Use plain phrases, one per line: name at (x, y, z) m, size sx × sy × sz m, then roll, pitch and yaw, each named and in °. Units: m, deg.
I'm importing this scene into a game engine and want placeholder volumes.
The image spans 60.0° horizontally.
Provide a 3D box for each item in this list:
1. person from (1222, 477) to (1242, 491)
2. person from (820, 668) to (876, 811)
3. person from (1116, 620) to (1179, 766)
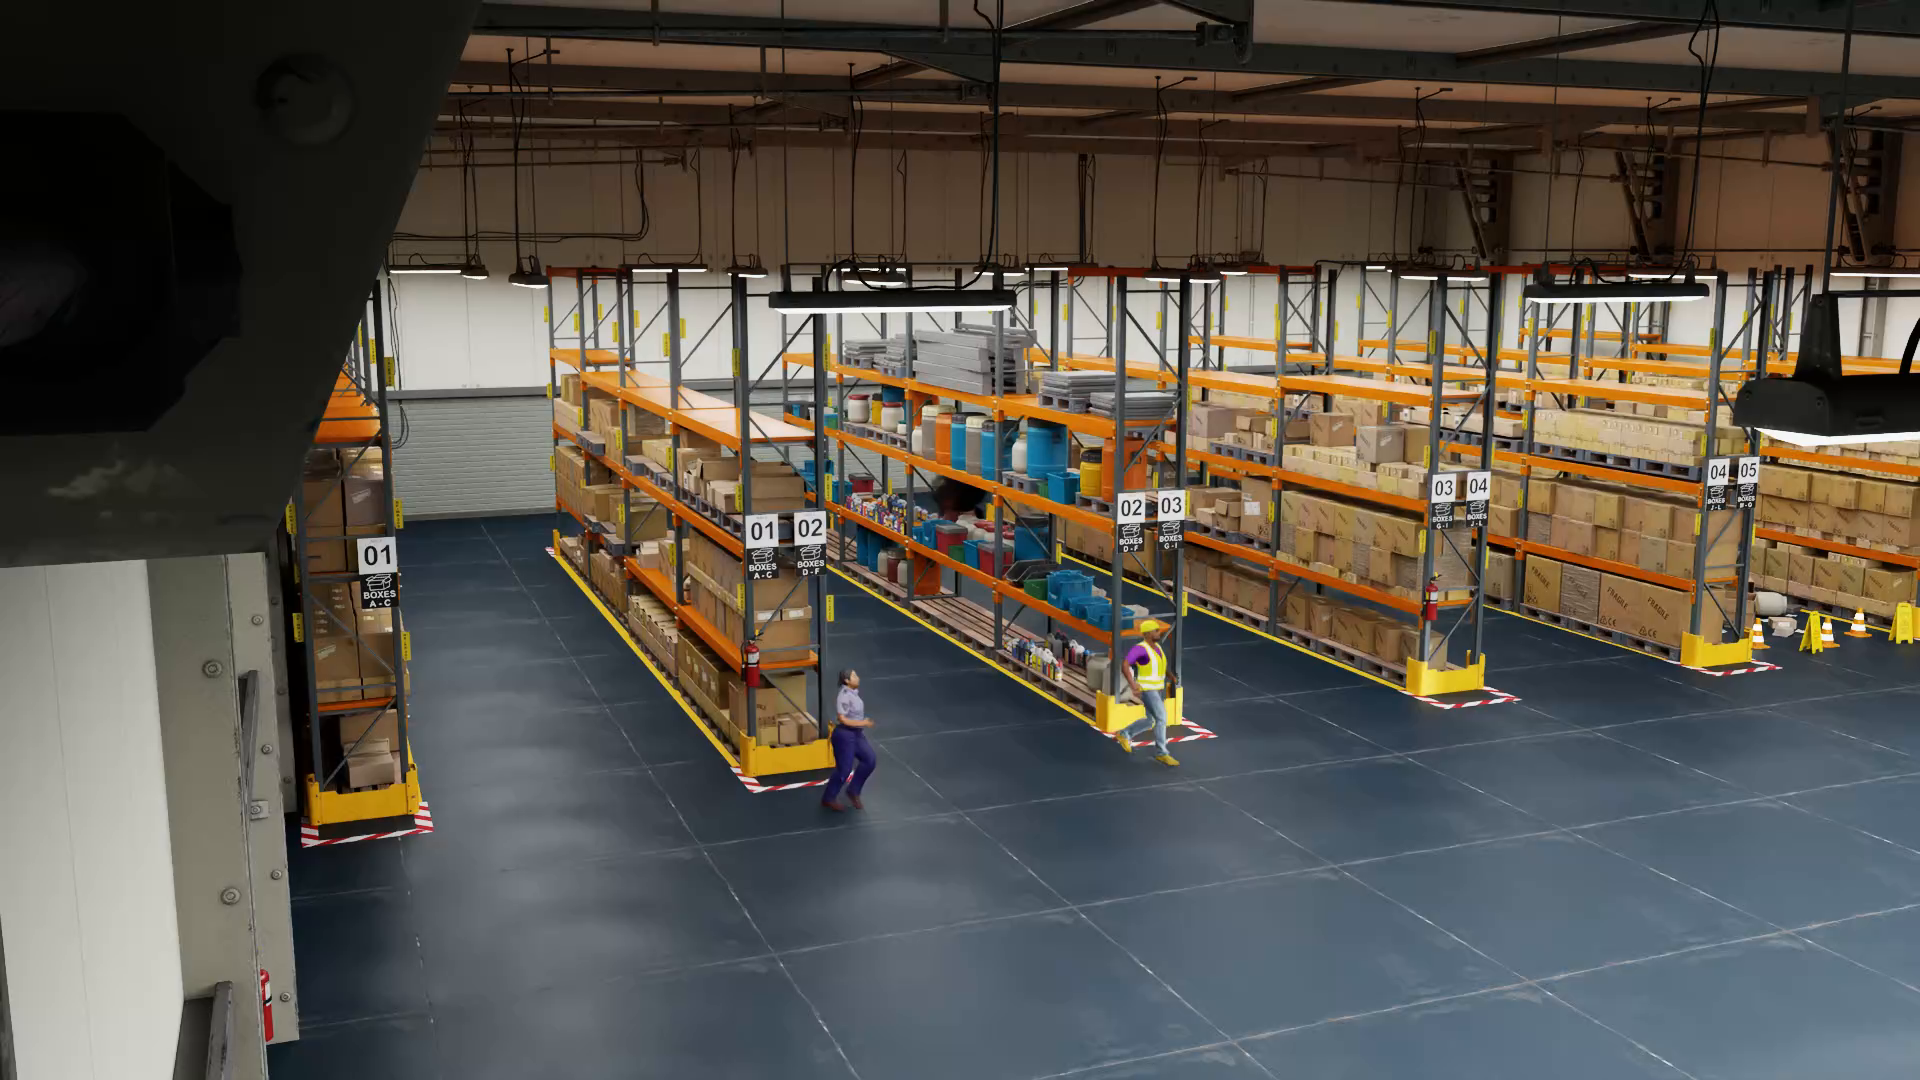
person at (6.941, -1.793, 42.157) m, size 0.866 × 1.689 × 0.561 m, roll -3°, pitch 10°, yaw -16°
person at (-1.261, 2.275, 18.968) m, size 0.631 × 1.670 × 0.612 m, roll 2°, pitch 10°, yaw 11°
person at (2.404, 1.879, 20.828) m, size 0.874 × 1.750 × 0.744 m, roll 5°, pitch 11°, yaw 27°
